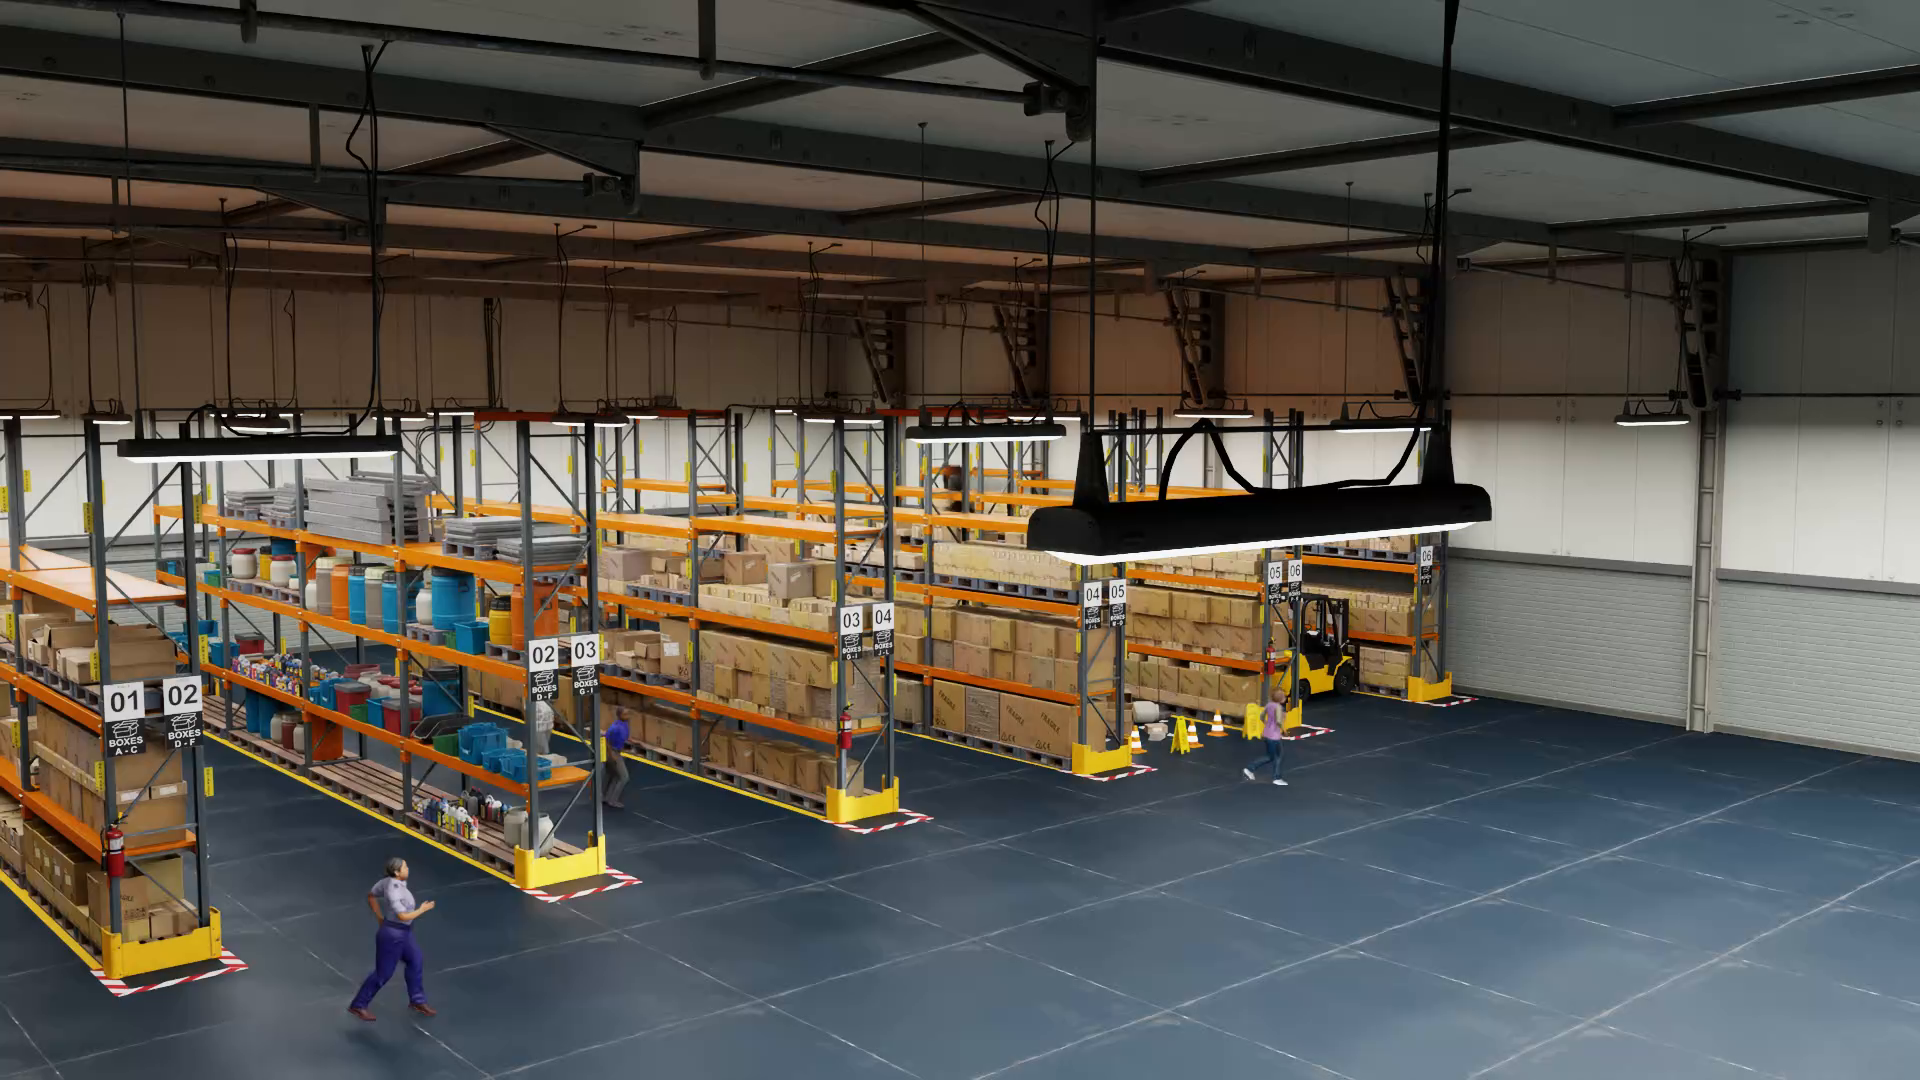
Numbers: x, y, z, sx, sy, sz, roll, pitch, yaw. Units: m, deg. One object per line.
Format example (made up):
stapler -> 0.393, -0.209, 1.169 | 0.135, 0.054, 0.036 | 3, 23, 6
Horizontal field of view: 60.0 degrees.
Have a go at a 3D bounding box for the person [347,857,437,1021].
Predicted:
person -> -5.728, 4.038, 16.742 | 0.855, 1.682, 0.563 | -1, 5, -15

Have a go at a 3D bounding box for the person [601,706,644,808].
person -> -5.260, 3.318, 25.598 | 0.776, 1.598, 0.627 | 0, 5, -3

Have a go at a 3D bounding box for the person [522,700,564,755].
person -> -6.880, 3.110, 27.200 | 0.918, 1.686, 0.551 | 3, 6, 32

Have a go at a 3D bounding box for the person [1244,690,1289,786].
person -> 4.958, 3.195, 26.849 | 0.723, 1.567, 0.527 | 0, 5, 0
